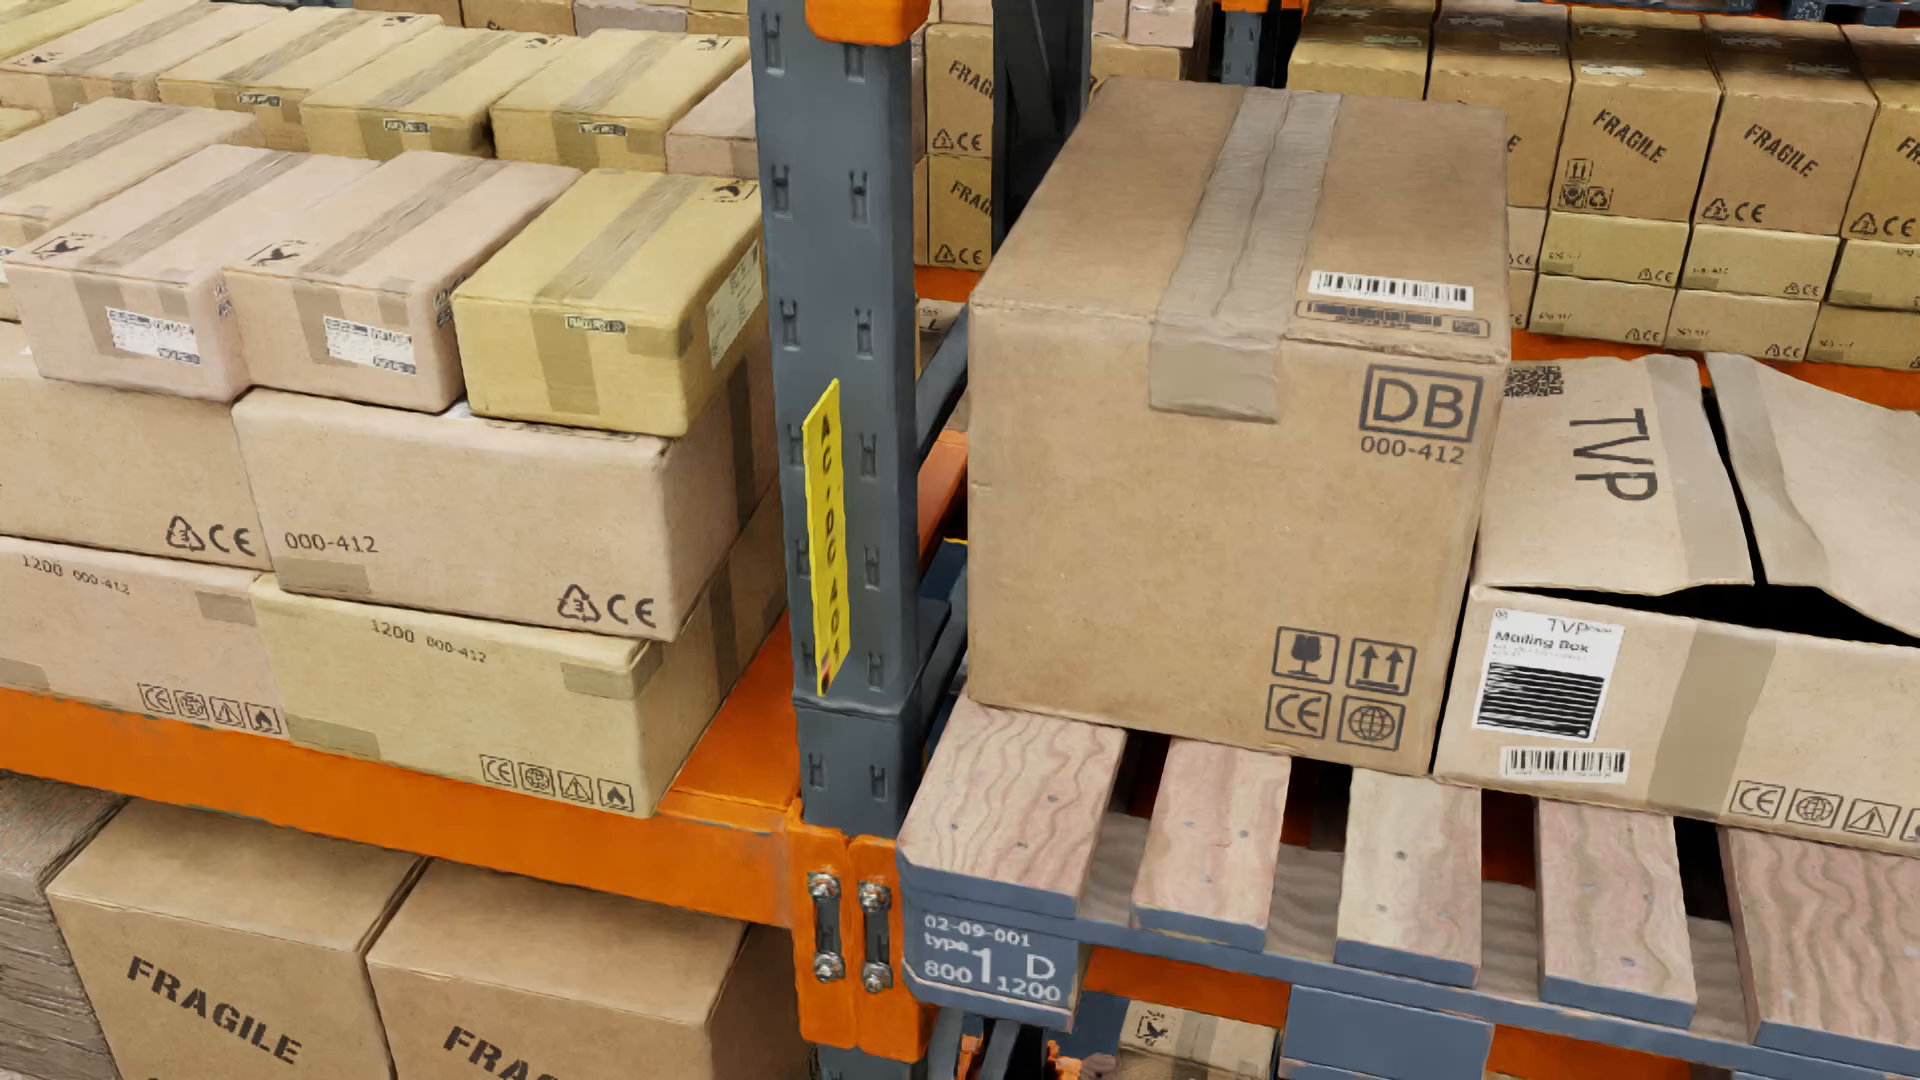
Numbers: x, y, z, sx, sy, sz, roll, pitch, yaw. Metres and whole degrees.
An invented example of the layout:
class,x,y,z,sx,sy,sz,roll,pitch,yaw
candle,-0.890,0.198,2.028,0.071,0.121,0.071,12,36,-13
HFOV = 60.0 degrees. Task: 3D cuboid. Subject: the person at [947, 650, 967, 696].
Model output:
class,x,y,z,sx,sy,sz,roll,pitch,yaw
person,0.395,-0.021,6.175,0.940,1.604,0.497,4,33,7
